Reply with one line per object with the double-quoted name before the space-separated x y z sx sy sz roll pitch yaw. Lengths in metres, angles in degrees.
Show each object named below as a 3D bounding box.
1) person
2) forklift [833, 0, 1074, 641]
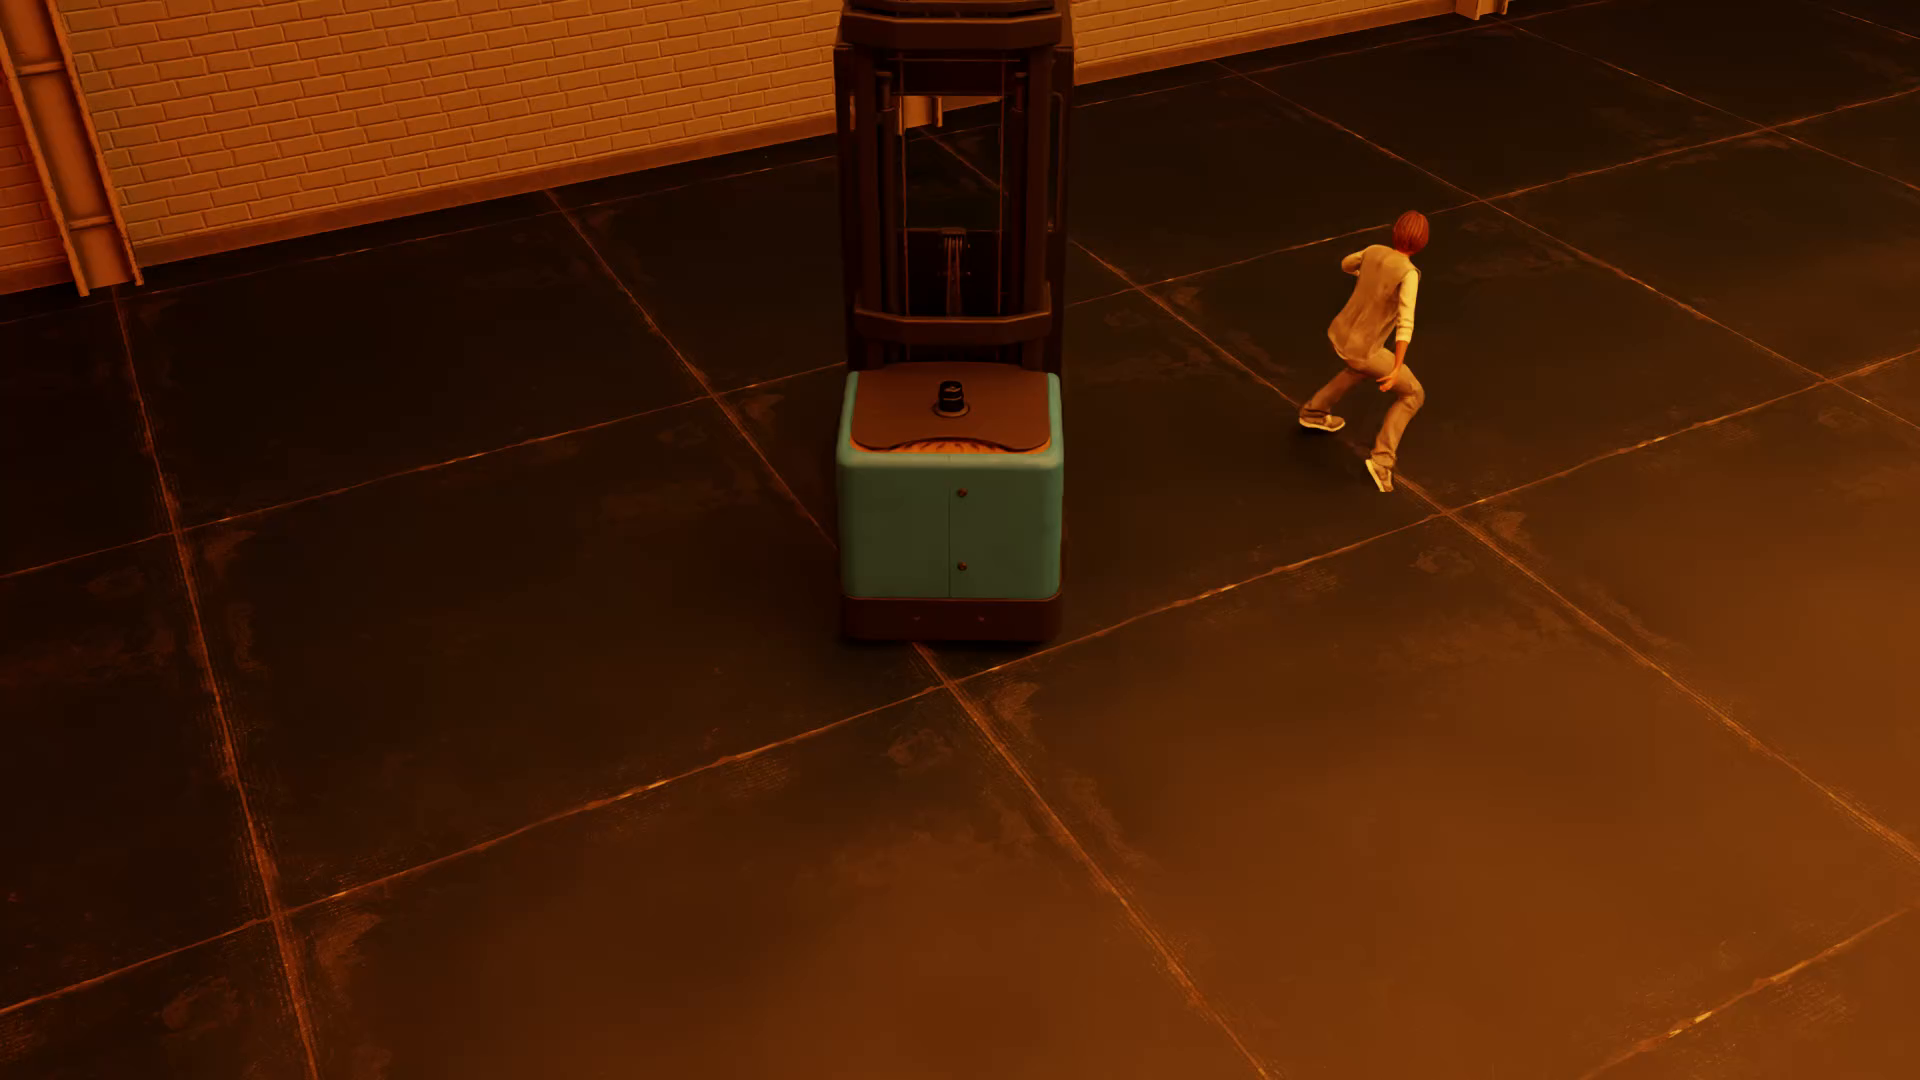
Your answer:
"person" 2.248 -1.020 8.916 0.503 1.508 0.888 -10 37 -14
"forklift" -0.024 -1.537 8.298 1.130 2.935 3.031 1 35 1
